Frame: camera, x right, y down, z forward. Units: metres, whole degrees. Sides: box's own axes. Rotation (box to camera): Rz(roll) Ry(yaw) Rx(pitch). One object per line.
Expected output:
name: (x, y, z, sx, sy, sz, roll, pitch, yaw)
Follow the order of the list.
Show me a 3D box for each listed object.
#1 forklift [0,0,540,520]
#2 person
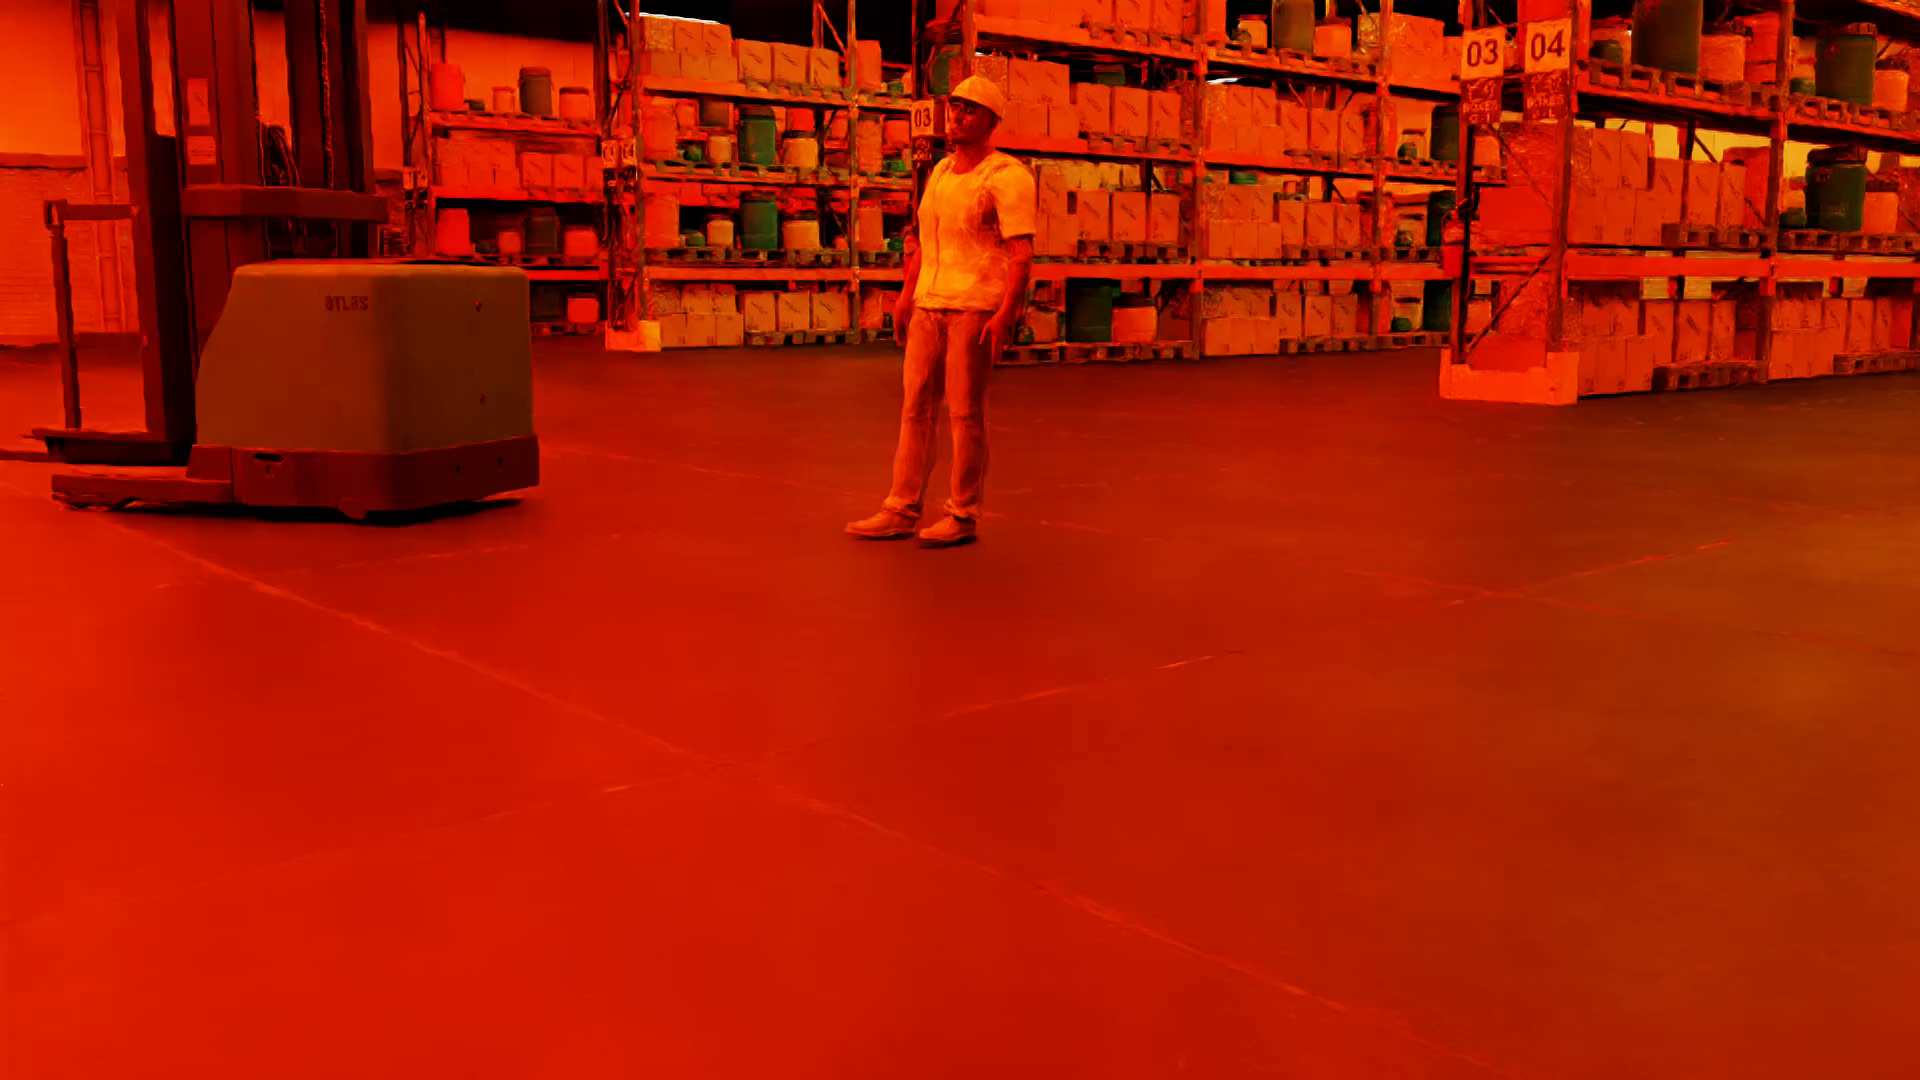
forklift: (-3.525, -1.648, 7.604, 3.031, 2.935, 1.130, 3, 9, 20)
person: (-0.056, -0.873, 6.362, 0.576, 1.766, 0.665, -8, 12, -40)
